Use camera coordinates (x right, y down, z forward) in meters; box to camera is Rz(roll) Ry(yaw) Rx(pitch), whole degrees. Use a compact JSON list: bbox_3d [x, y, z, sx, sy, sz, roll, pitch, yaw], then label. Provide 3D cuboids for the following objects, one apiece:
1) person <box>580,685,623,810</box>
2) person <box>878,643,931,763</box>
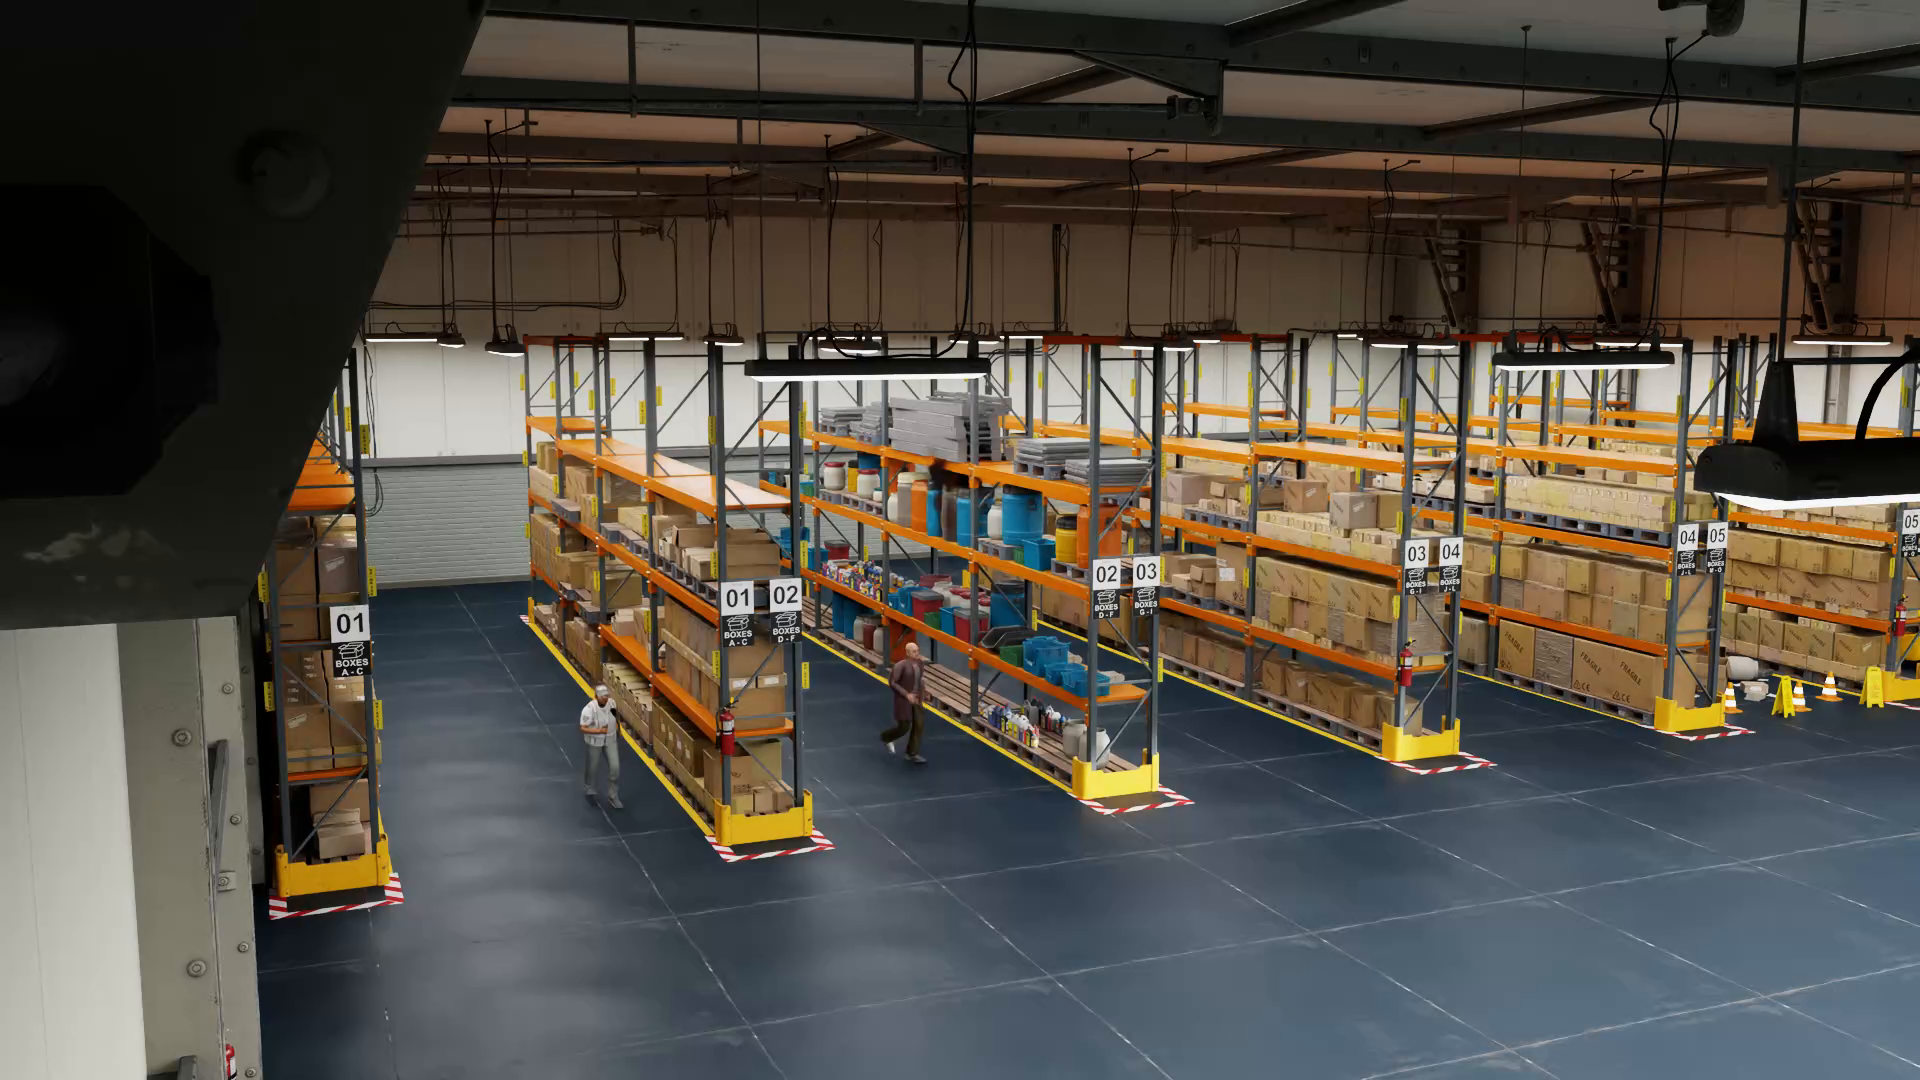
[{"bbox_3d":[-4.694,2.657,21.717,0.601,1.642,0.948,-4,9,-27],"label":"person"},{"bbox_3d":[-0.827,2.307,23.918,0.854,1.732,0.710,7,11,44],"label":"person"}]
